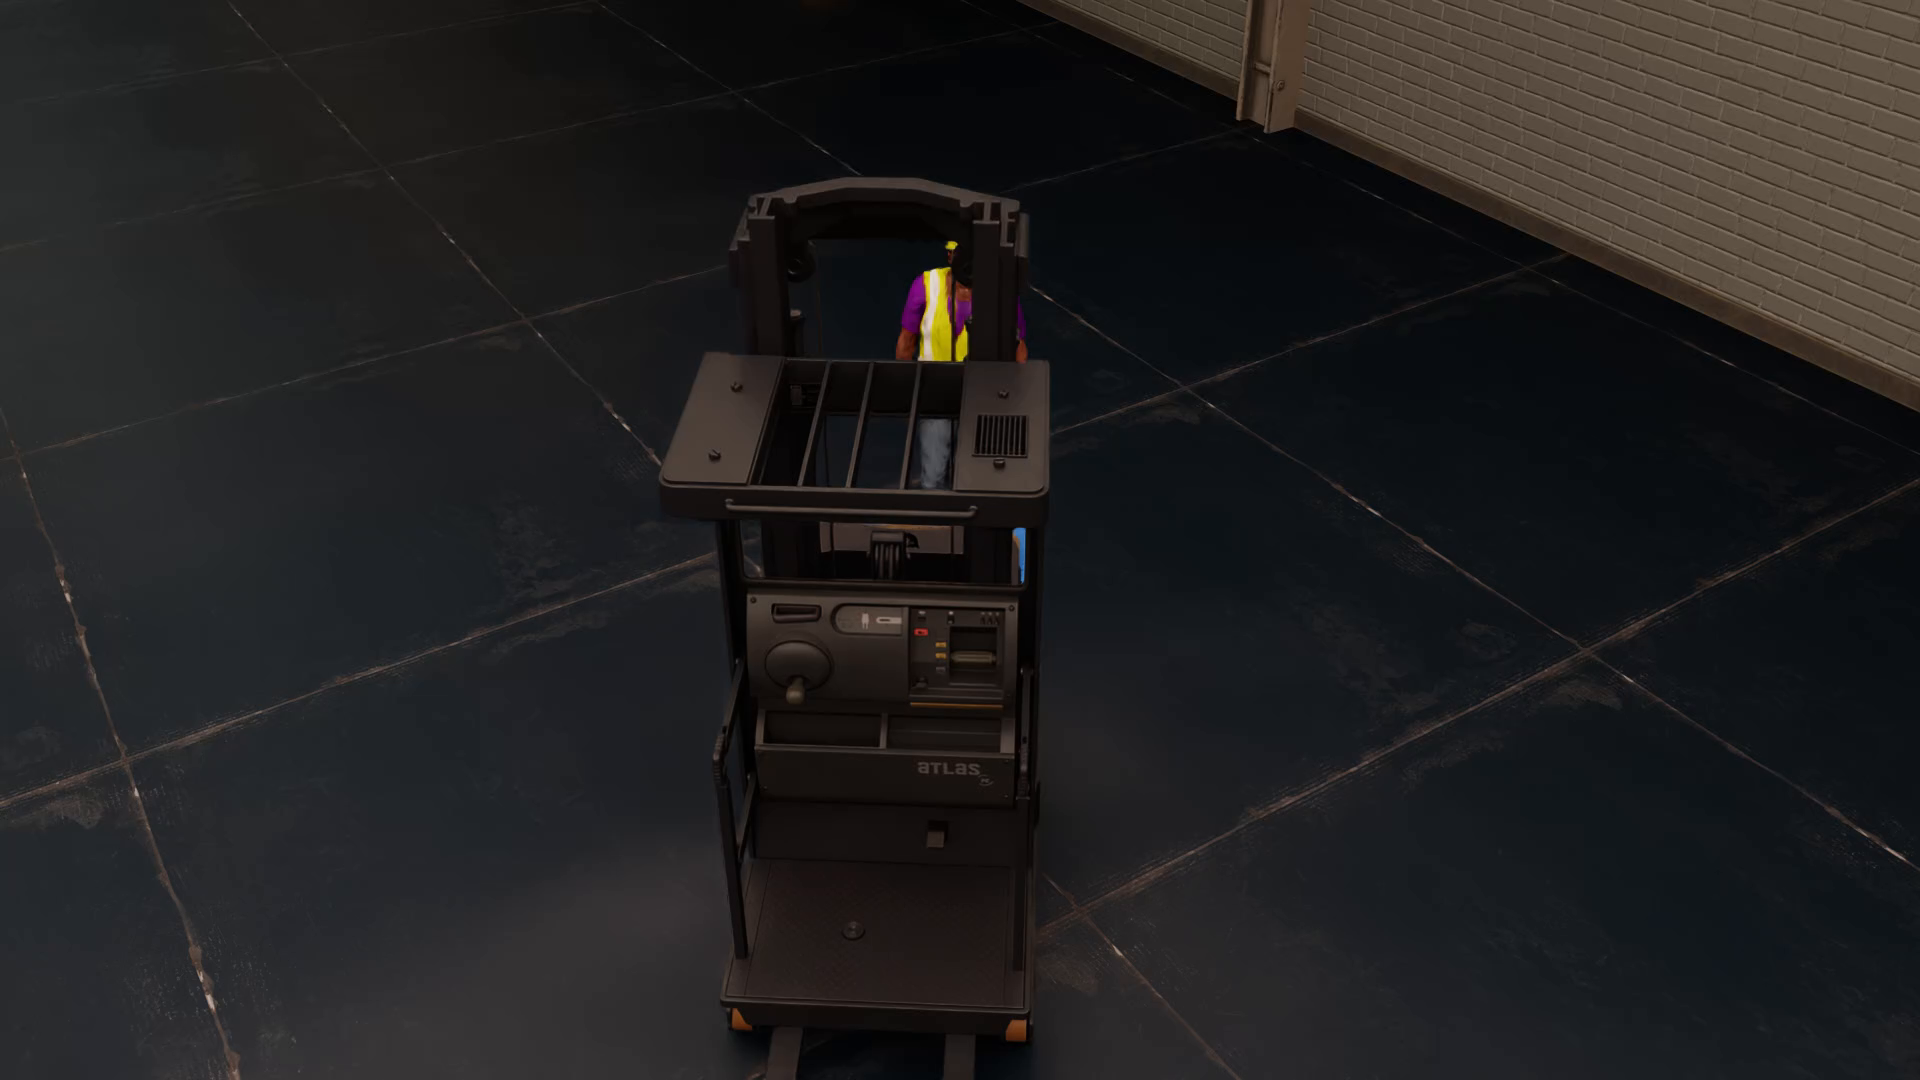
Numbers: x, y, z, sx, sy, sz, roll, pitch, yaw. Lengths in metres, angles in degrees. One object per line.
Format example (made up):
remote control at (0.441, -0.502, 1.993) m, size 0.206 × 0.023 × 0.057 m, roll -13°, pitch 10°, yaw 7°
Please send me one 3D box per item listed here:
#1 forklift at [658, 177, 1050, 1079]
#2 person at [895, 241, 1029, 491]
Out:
forklift at (-0.275, 0.440, 5.521) m, size 1.130 × 2.935 × 3.031 m, roll 2°, pitch 35°, yaw 2°
person at (-0.004, -0.657, 8.089) m, size 0.661 × 1.768 × 0.662 m, roll 2°, pitch 35°, yaw 3°
